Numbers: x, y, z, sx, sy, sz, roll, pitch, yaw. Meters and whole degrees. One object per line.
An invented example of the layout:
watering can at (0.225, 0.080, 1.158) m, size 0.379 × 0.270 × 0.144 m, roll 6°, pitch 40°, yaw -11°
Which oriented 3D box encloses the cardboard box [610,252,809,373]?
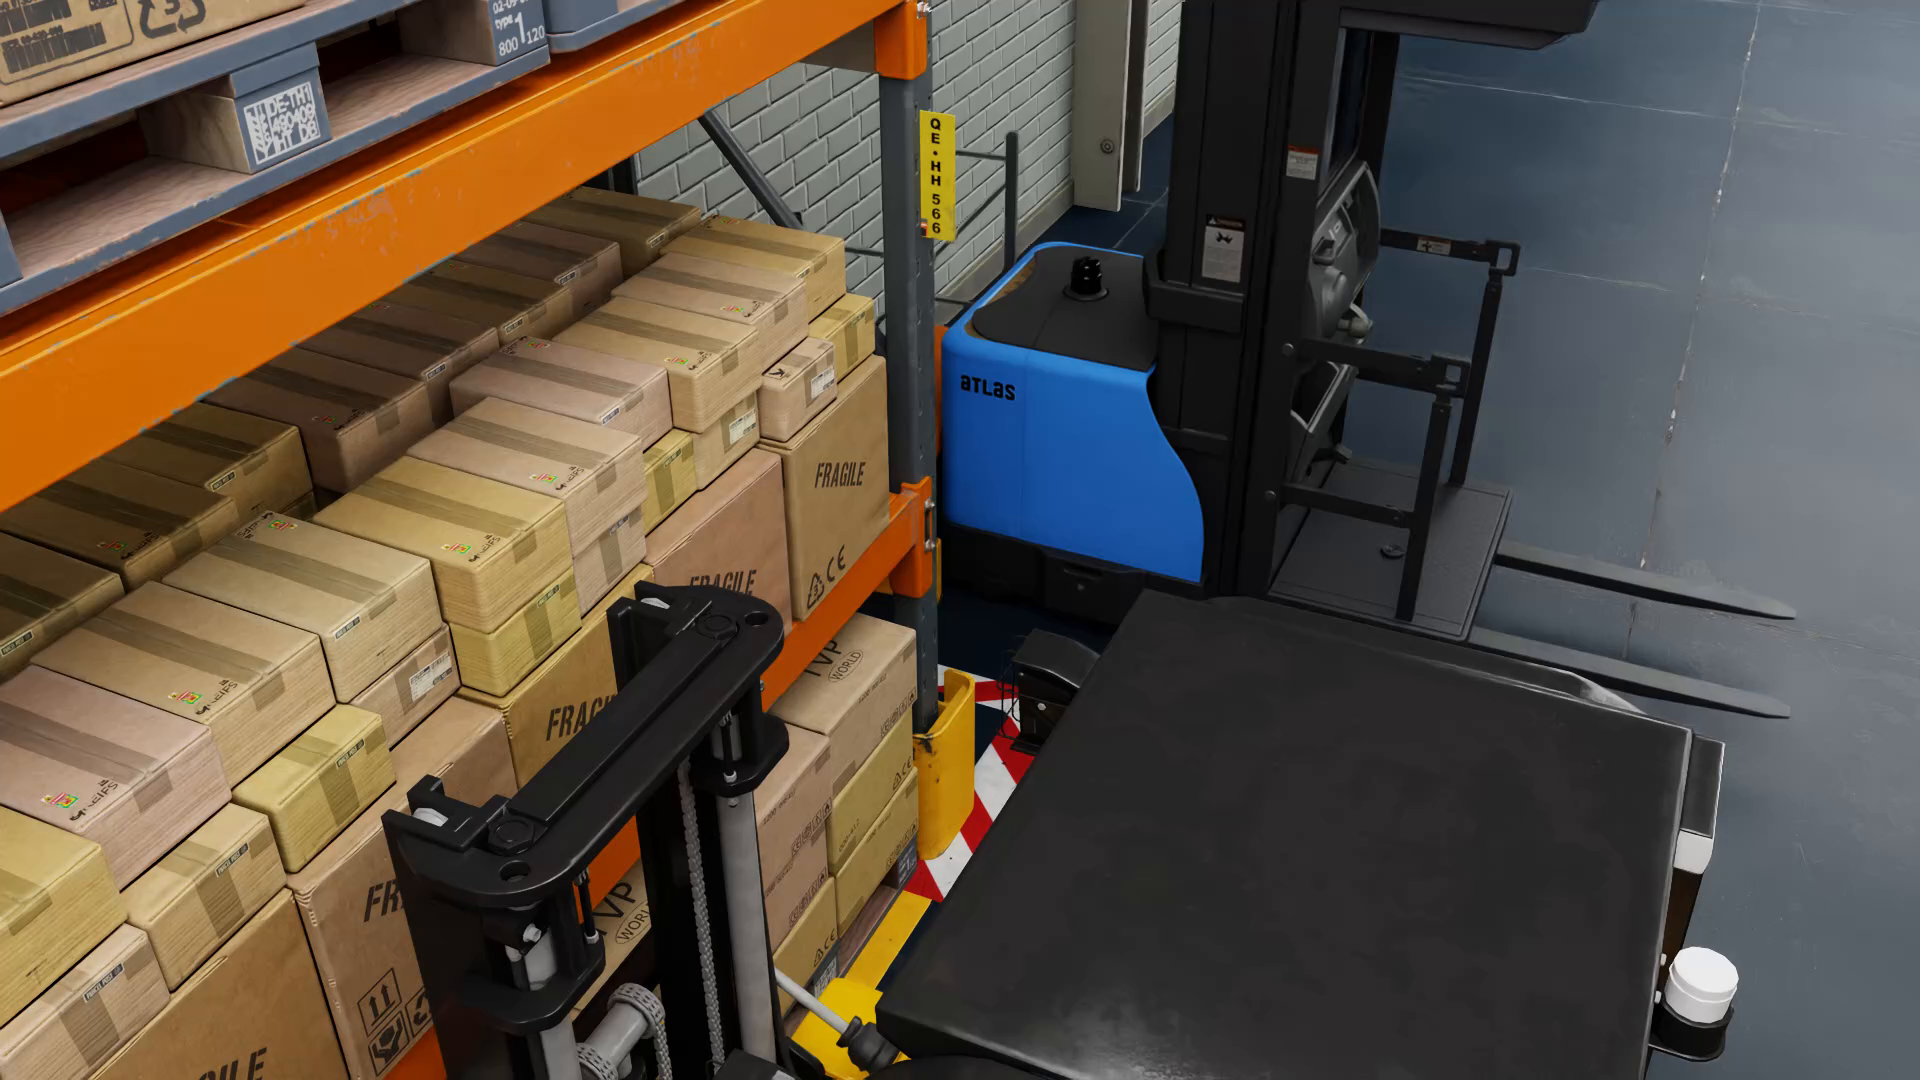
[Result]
cardboard box at (-0.579, -0.526, 3.863) m, size 0.380 × 0.149 × 0.250 m, roll 14°, pitch 36°, yaw 21°

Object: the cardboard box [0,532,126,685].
cardboard box at (-1.660, 0.132, 2.859) m, size 0.380 × 0.149 × 0.250 m, roll 15°, pitch 36°, yaw 22°

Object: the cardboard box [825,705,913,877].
cardboard box at (-0.465, 0.634, 4.716) m, size 0.500 × 0.250 × 0.500 m, roll 14°, pitch 36°, yaw 20°

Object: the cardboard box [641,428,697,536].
cardboard box at (-0.794, -0.151, 3.562) m, size 0.380 × 0.149 × 0.250 m, roll 14°, pitch 36°, yaw 20°

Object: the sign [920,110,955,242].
sign at (-0.058, -0.897, 4.111) m, size 0.100 × 0.325 × 0.005 m, roll 14°, pitch 36°, yaw 20°

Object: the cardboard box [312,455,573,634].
cardboard box at (-0.946, 0.003, 3.056) m, size 0.380 × 0.149 × 0.250 m, roll 15°, pitch 36°, yaw 21°

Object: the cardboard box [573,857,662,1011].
cardboard box at (-0.865, 0.921, 3.823) m, size 0.500 × 0.250 × 0.500 m, roll 15°, pitch 36°, yaw 21°

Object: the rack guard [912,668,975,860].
rack guard at (-0.535, 0.588, 5.397) m, size 1.175 × 0.500 × 0.348 m, roll 14°, pitch 36°, yaw 20°

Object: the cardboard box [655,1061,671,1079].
cardboard box at (-0.881, 1.143, 3.939) m, size 0.500 × 0.250 × 0.500 m, roll 13°, pitch 36°, yaw 19°

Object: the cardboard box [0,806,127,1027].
cardboard box at (-1.405, 0.499, 2.300) m, size 0.380 × 0.149 × 0.250 m, roll 14°, pitch 36°, yaw 20°

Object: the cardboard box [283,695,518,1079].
cardboard box at (-1.152, 0.583, 3.034) m, size 0.500 × 0.500 × 0.500 m, roll 14°, pitch 36°, yaw 21°

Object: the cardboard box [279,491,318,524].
cardboard box at (-1.525, -0.025, 3.369) m, size 0.380 × 0.149 × 0.250 m, roll 15°, pitch 36°, yaw 22°

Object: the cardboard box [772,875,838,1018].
cardboard box at (-0.671, 1.081, 4.490) m, size 0.500 × 0.250 × 0.500 m, roll 14°, pitch 36°, yaw 20°

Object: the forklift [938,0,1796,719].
forklift at (1.480, -0.963, 5.546) m, size 3.031 × 2.935 × 1.130 m, roll 14°, pitch 36°, yaw 20°

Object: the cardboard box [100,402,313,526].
cardboard box at (-1.521, -0.142, 3.277) m, size 0.380 × 0.149 × 0.250 m, roll 13°, pitch 36°, yaw 19°

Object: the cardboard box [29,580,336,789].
cardboard box at (-1.261, 0.231, 2.708) m, size 0.380 × 0.149 × 0.250 m, roll 14°, pitch 36°, yaw 21°

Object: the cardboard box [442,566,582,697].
cardboard box at (-0.950, 0.123, 3.144) m, size 0.380 × 0.149 × 0.250 m, roll 14°, pitch 36°, yaw 21°

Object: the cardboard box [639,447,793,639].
cardboard box at (-0.738, 0.075, 3.810) m, size 0.500 × 0.500 × 0.500 m, roll 15°, pitch 36°, yaw 22°

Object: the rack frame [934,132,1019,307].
rack frame at (-0.013, -0.980, 6.877) m, size 0.500 × 1.500 × 0.032 m, roll 11°, pitch 35°, yaw 16°

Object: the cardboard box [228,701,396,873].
cardboard box at (-1.181, 0.370, 2.768) m, size 0.380 × 0.149 × 0.250 m, roll 13°, pitch 36°, yaw 20°

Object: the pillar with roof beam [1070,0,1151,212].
pillar with roof beam at (4.765, -4.815, 5.886) m, size 9.100 × 9.000 × 0.400 m, roll 14°, pitch 36°, yaw 20°

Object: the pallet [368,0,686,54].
pallet at (-0.864, -1.316, 3.367) m, size 1.003 × 0.211 × 1.213 m, roll 14°, pitch 36°, yaw 20°

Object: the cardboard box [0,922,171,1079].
cardboard box at (-1.374, 0.634, 2.365) m, size 0.380 × 0.149 × 0.250 m, roll 14°, pitch 36°, yaw 20°

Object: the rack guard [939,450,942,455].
rack guard at (-0.019, -0.448, 7.205) m, size 0.587 × 0.250 × 0.087 m, roll 11°, pitch 35°, yaw 16°

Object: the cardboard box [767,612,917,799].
cardboard box at (-0.454, 0.412, 4.599) m, size 0.500 × 0.250 × 0.500 m, roll 15°, pitch 36°, yaw 22°

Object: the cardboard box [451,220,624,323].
cardboard box at (-1.048, -0.646, 4.046) m, size 0.380 × 0.149 × 0.250 m, roll 15°, pitch 36°, yaw 22°

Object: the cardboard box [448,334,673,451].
cardboard box at (-0.835, -0.282, 3.491) m, size 0.380 × 0.149 × 0.250 m, roll 14°, pitch 36°, yaw 21°

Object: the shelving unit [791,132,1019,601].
shelving unit at (-0.188, -0.713, 6.470) m, size 0.587 × 1.500 × 1.083 m, roll 11°, pitch 35°, yaw 16°

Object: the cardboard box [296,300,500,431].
cardboard box at (-1.234, -0.387, 3.651) m, size 0.380 × 0.149 × 0.250 m, roll 14°, pitch 36°, yaw 21°

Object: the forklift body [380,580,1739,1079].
forklift body at (0.319, 1.273, 2.848) m, size 2.313 × 2.155 × 1.214 m, roll 14°, pitch 36°, yaw 20°

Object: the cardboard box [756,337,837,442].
cardboard box at (-0.516, -0.387, 3.922) m, size 0.380 × 0.149 × 0.250 m, roll 15°, pitch 36°, yaw 21°

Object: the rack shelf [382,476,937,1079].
rack shelf at (-1.382, 0.852, 3.372) m, size 1.077 × 0.370 × 4.000 m, roll 14°, pitch 36°, yaw 20°
